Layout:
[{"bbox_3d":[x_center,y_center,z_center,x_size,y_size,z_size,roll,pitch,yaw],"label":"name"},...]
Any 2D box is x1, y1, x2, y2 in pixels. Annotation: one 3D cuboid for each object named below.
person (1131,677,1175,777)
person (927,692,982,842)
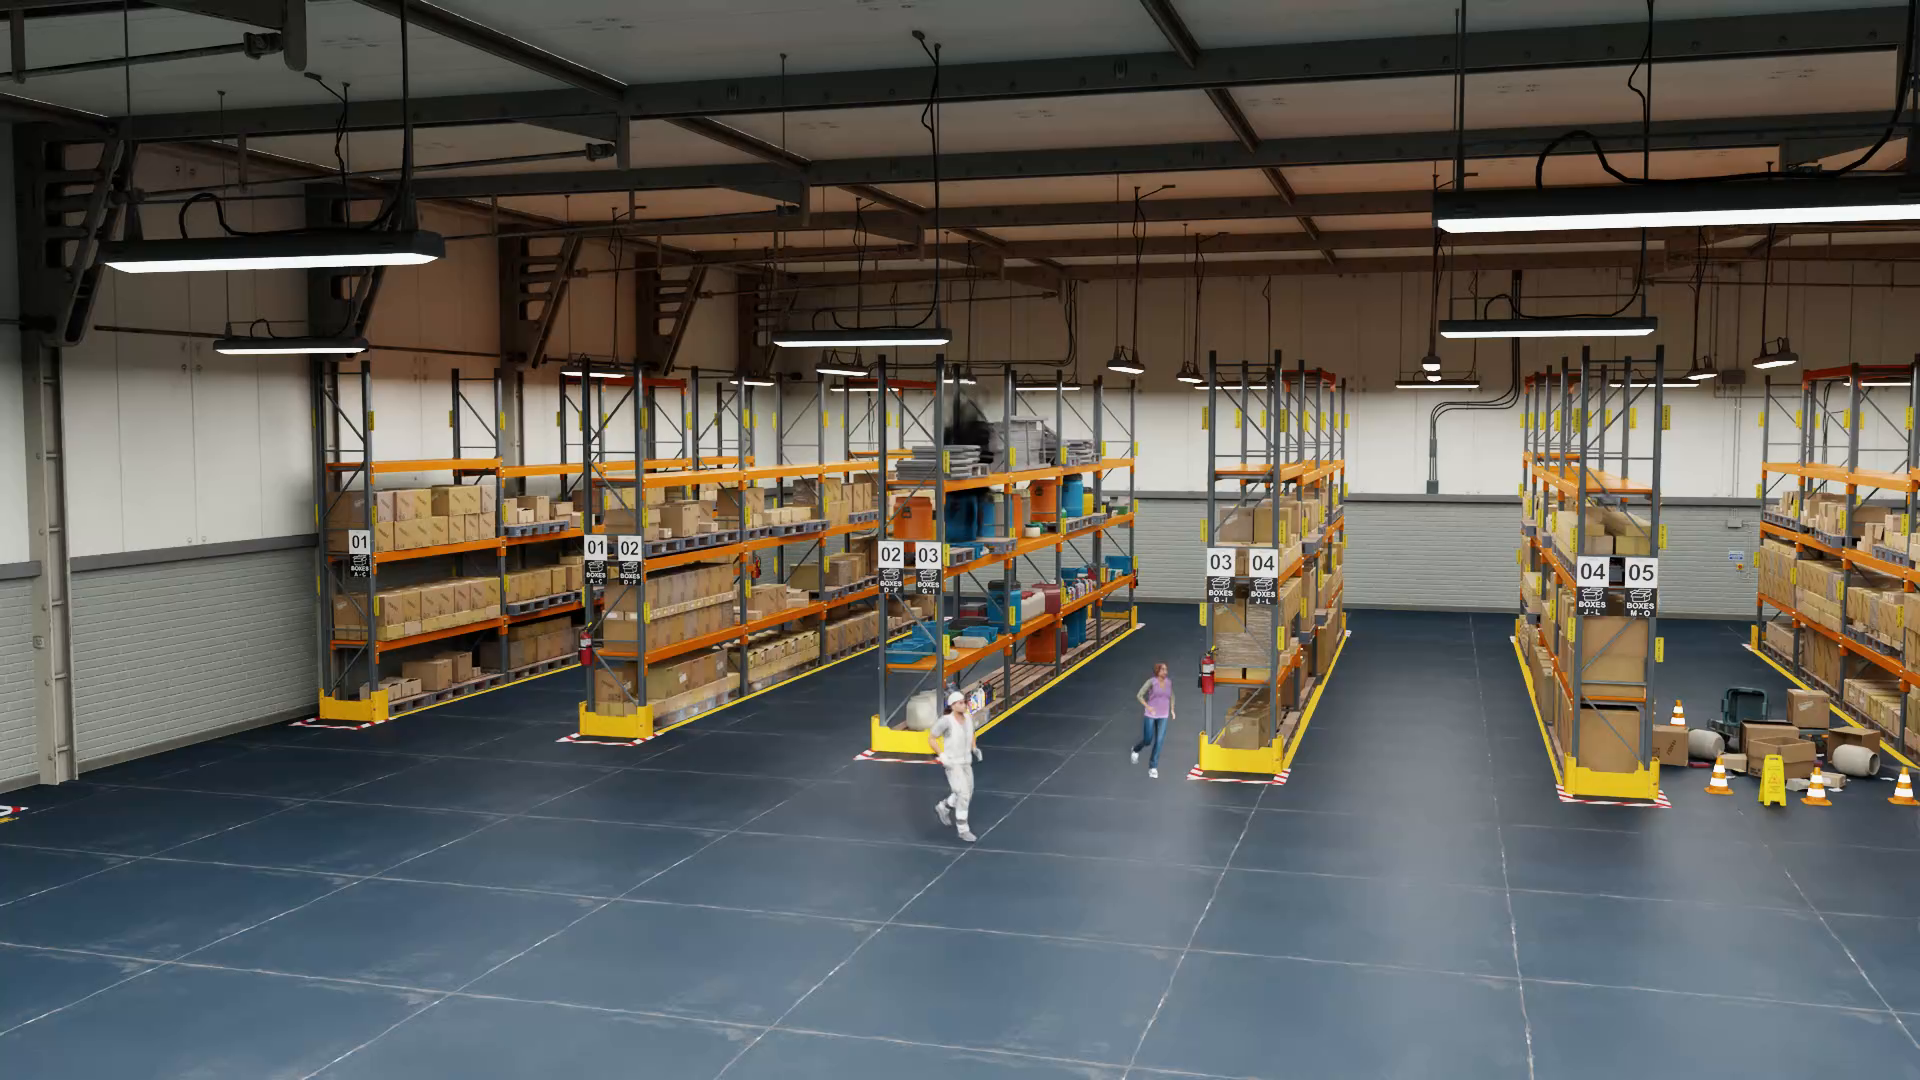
[{"bbox_3d":[2.771,2.592,23.313,0.601,1.335,0.813,-1,4,-15],"label":"person"},{"bbox_3d":[-0.079,2.697,20.009,0.755,1.771,0.657,4,6,44],"label":"person"}]
